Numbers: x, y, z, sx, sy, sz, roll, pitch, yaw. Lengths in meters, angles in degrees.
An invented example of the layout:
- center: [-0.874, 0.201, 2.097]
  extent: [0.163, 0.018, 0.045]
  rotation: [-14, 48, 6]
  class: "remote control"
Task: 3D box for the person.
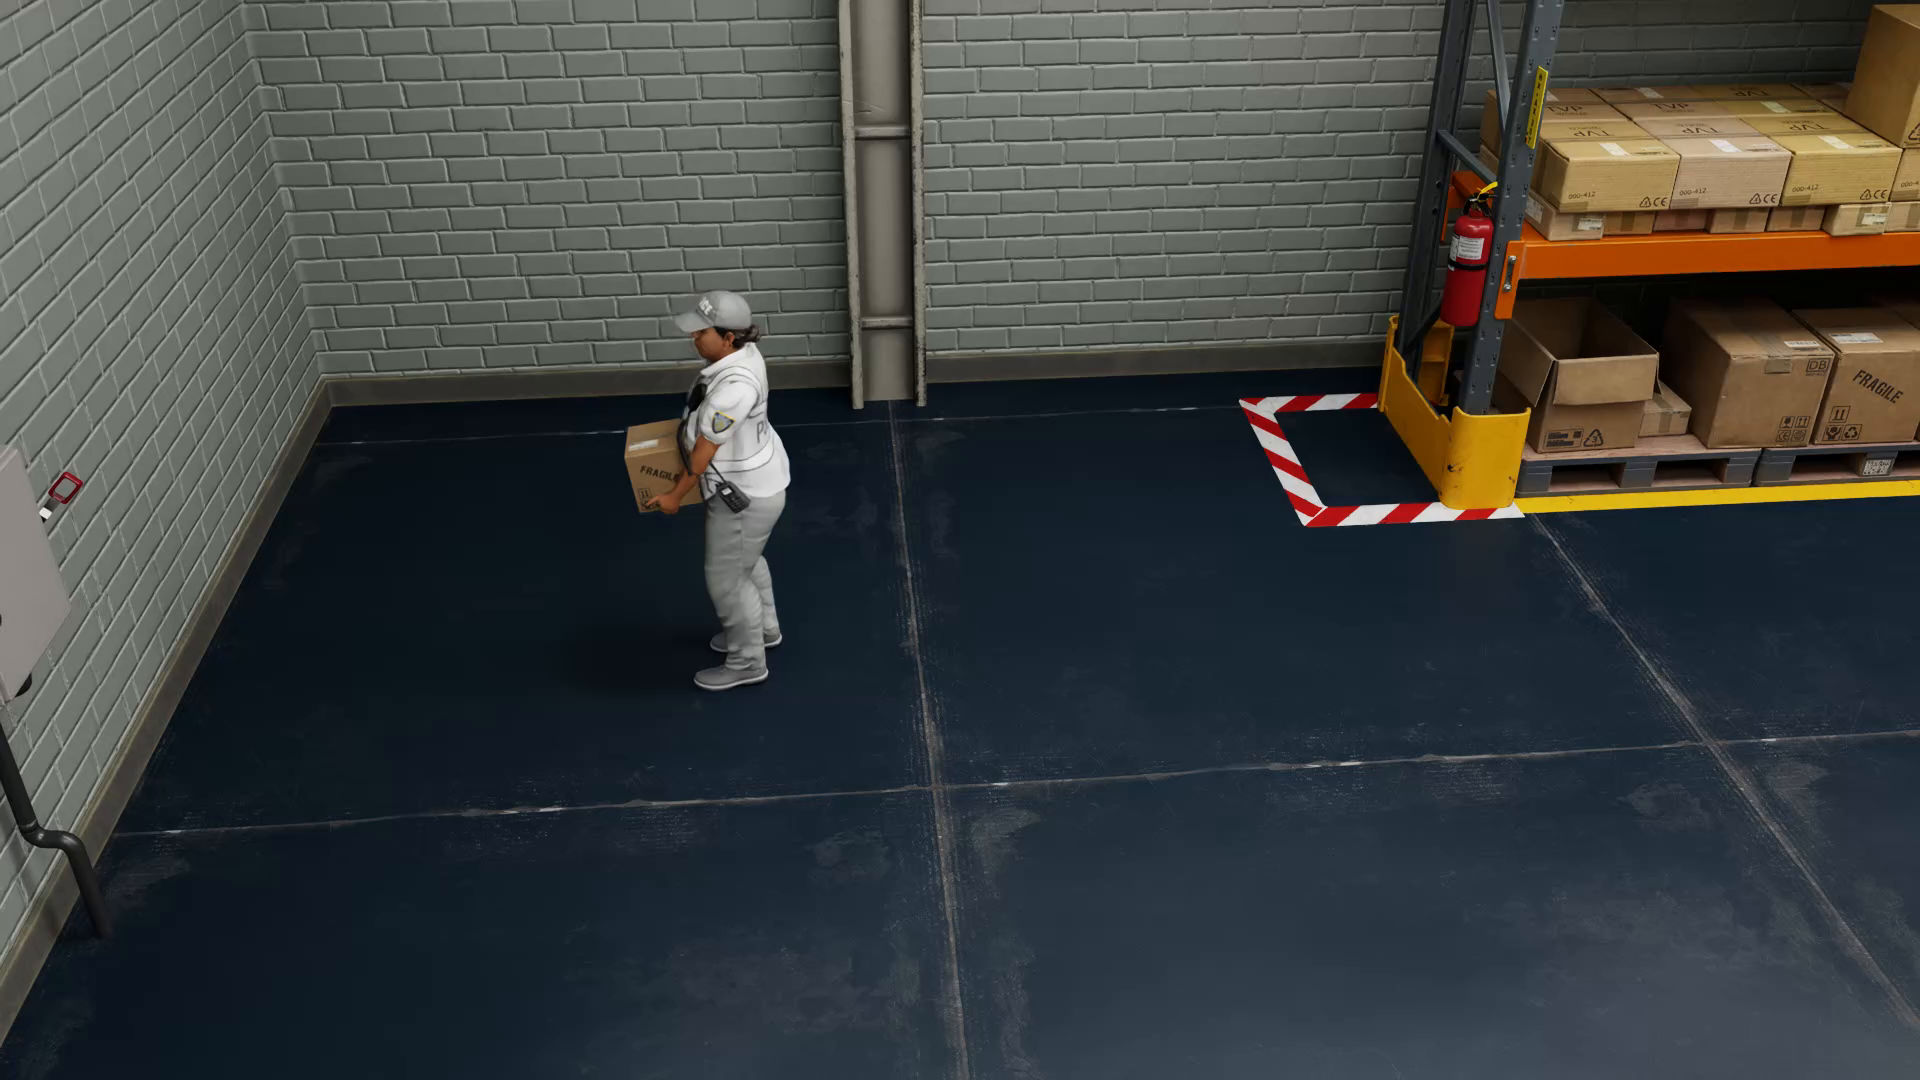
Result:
- center: [-0.931, -0.188, 6.450]
  extent: [0.552, 1.663, 0.452]
  rotation: [-3, 31, -5]
  class: "person"
